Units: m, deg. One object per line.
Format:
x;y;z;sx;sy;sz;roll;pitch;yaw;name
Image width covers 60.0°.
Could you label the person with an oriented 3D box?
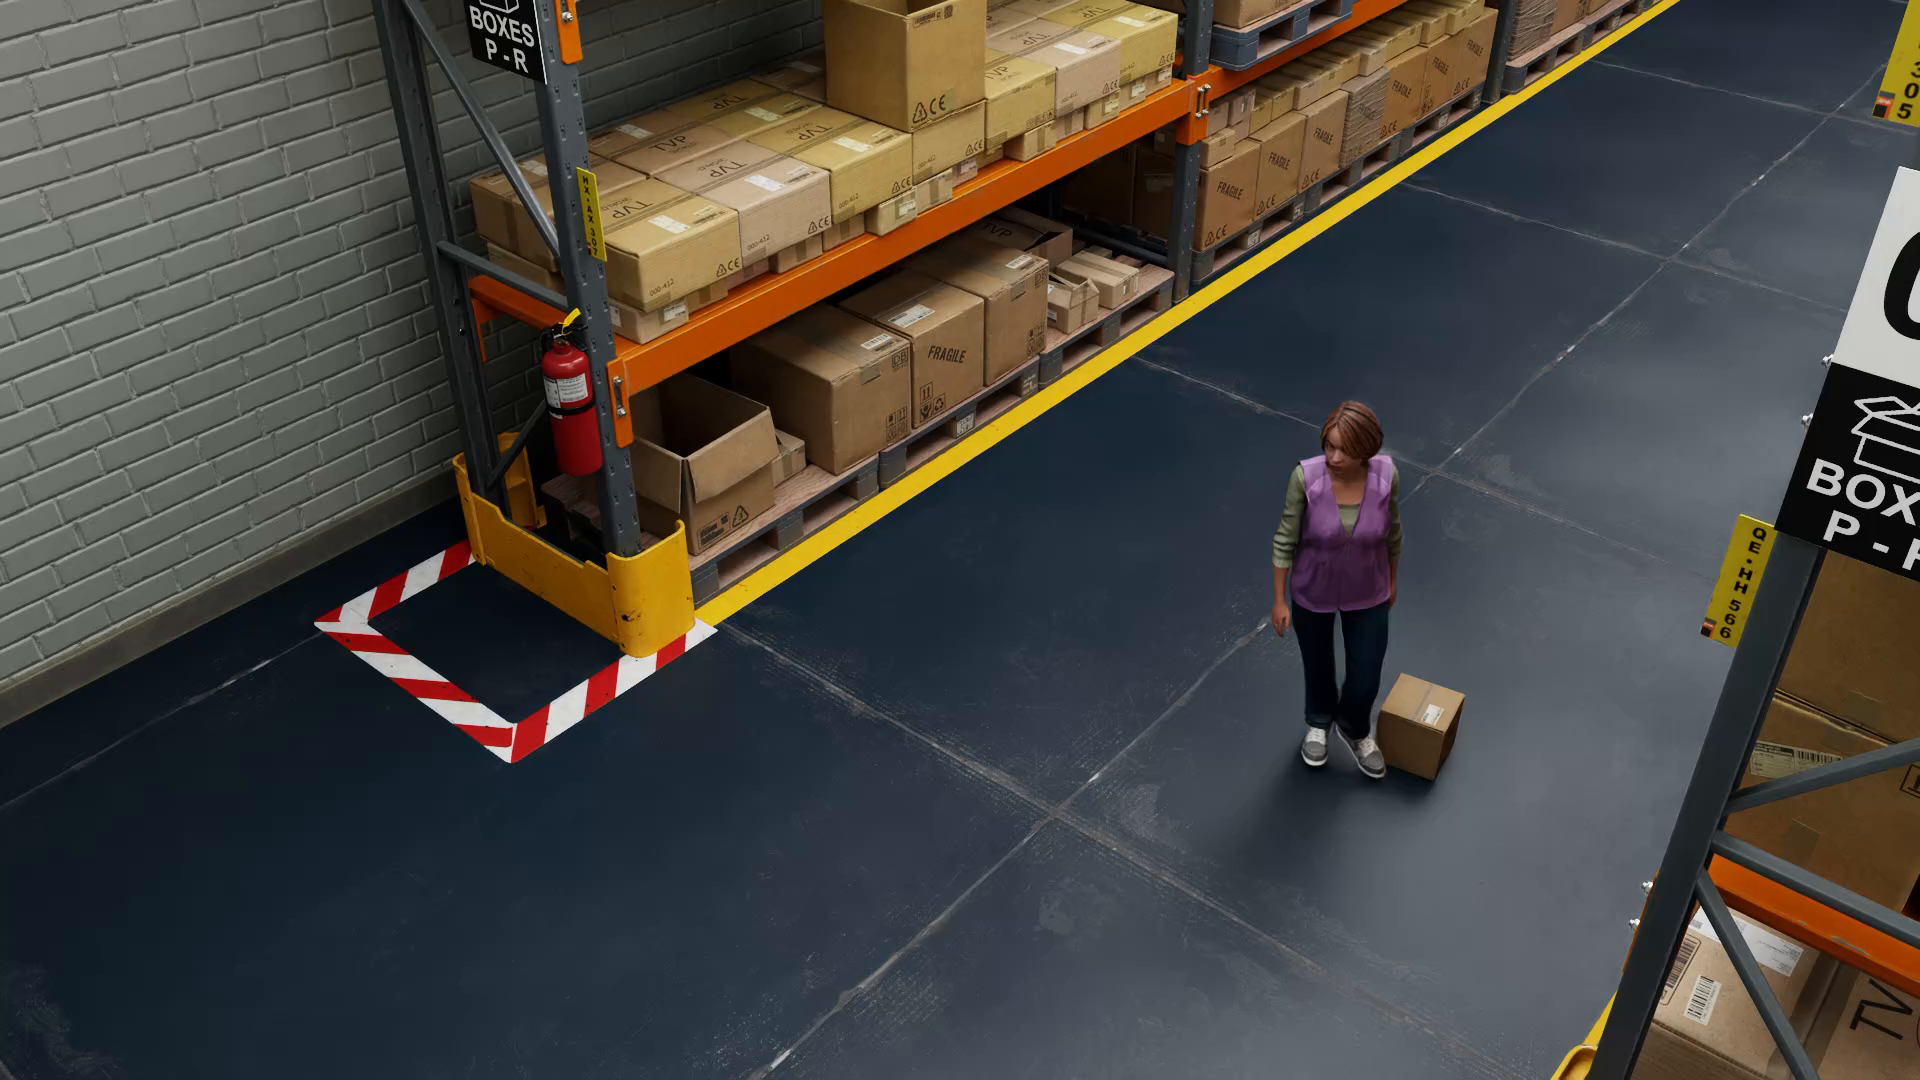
1.347;0.183;5.868;0.522;1.585;0.439;6;36;9;person
